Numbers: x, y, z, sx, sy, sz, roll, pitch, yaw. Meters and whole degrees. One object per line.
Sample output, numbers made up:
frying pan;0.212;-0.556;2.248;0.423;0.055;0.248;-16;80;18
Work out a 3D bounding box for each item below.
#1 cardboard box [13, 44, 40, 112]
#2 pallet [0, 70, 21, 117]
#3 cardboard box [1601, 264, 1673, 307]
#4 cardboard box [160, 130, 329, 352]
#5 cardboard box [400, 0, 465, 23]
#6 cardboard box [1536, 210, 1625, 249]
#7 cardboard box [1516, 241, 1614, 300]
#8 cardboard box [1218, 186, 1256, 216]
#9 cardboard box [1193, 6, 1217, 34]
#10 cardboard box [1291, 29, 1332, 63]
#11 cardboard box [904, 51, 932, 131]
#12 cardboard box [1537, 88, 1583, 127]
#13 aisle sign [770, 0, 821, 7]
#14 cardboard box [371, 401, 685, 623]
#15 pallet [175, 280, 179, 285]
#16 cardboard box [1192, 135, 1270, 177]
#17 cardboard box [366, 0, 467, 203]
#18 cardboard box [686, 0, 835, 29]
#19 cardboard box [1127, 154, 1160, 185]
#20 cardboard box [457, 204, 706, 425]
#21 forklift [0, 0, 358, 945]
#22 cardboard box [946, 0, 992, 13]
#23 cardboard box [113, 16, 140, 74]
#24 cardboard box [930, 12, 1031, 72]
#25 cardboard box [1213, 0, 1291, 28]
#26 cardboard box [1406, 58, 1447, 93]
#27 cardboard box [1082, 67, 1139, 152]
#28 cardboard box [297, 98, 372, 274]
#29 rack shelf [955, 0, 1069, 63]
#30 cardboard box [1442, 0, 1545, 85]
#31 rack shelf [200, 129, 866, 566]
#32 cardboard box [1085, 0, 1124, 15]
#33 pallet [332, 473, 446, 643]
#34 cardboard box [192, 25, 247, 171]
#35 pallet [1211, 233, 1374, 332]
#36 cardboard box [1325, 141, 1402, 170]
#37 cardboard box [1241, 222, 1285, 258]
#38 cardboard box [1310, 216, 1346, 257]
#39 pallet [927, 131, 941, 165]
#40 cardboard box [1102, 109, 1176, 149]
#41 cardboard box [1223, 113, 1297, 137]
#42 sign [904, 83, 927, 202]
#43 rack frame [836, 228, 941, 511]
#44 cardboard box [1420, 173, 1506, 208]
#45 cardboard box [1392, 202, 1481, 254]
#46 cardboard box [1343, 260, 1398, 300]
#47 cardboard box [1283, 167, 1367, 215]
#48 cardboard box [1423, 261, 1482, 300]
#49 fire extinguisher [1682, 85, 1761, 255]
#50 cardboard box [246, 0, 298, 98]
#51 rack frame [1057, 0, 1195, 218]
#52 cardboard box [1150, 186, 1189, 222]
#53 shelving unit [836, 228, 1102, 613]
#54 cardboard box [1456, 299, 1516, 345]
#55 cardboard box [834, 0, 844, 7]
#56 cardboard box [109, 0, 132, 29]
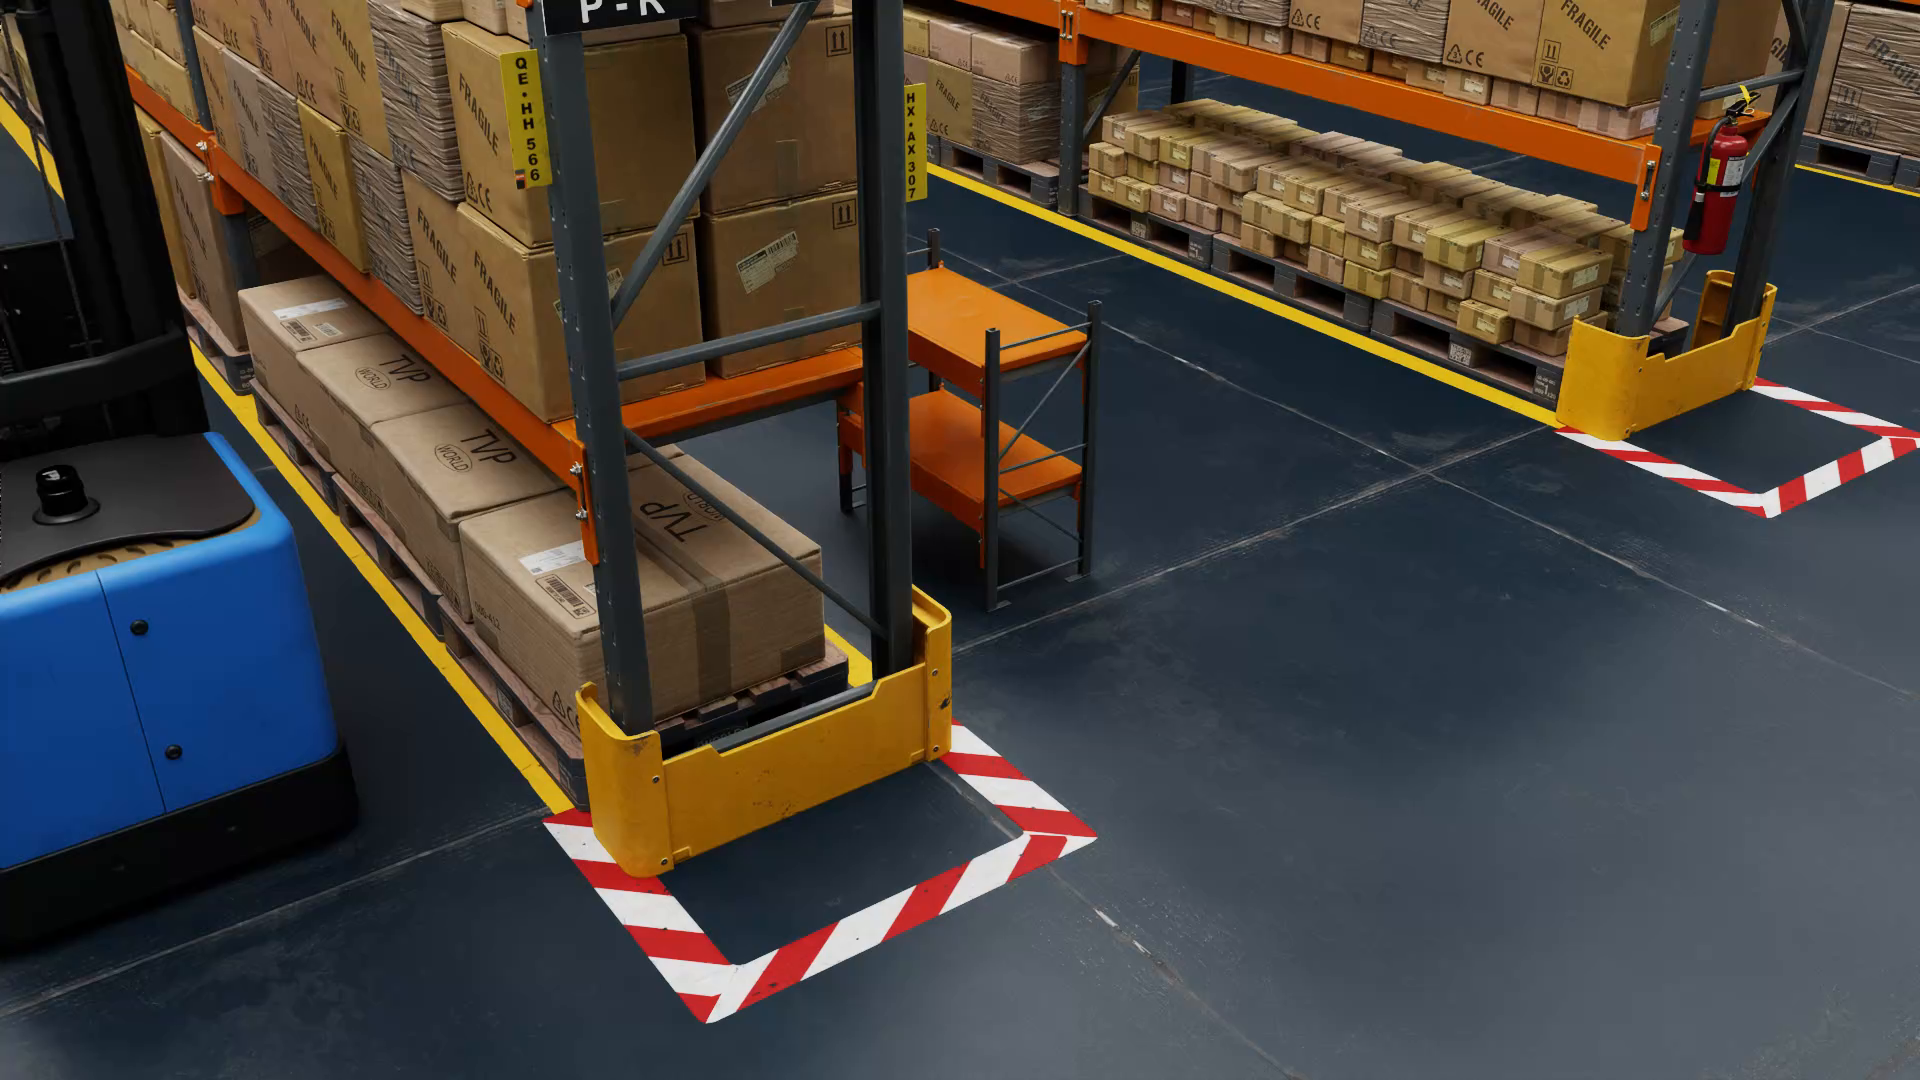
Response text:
cardboard box;-6.421;-3.487;12.341;0.950;0.372;0.625;-18;33;-29
pallet;-7.099;-3.681;13.307;1.003;0.211;1.213;-19;34;-31
cardboard box;3.288;-1.290;8.218;0.380;0.149;0.250;-17;33;-29
cardboard box;-3.336;-1.568;8.281;0.875;0.875;0.875;-18;33;-29
cardboard box;-1.348;-1.565;4.657;0.380;0.149;0.250;-19;34;-31
cardboard box;3.097;-1.518;8.326;0.380;0.149;0.250;-18;33;-30
cardboard box;2.869;-1.282;7.891;0.380;0.149;0.250;-18;33;-30
cardboard box;1.697;-1.964;9.458;0.380;0.149;0.250;-17;33;-28
cardboard box;1.520;-2.921;9.248;0.380;0.149;0.250;-20;35;-33
cardboard box;1.957;-2.607;8.671;0.380;0.149;0.250;-17;33;-29
cardboard box;-0.164;-3.212;11.701;0.500;0.500;0.500;-20;34;-32
cardboard box;2.849;-1.998;7.550;0.380;0.149;0.250;-19;34;-31
aisle sign;-0.313;-1.738;4.084;0.394;0.787;0.004;-19;34;-31
cardboard box;-1.593;-0.184;6.191;0.875;0.438;0.875;-18;33;-29
pallet;-4.132;-1.627;9.524;1.003;0.211;1.213;-19;34;-31
cardboard box;1.561;-2.207;9.594;0.380;0.149;0.250;-20;34;-32
cardboard box;-1.392;-1.343;4.928;0.500;0.500;0.500;-19;34;-30
cardboard box;-0.572;-1.526;4.586;0.380;0.149;0.250;-18;33;-30
cardboard box;1.232;-2.268;10.018;0.380;0.149;0.250;-19;34;-30
cardboard box;-1.087;-0.702;4.794;0.500;0.500;0.500;-19;34;-30
forklift;-3.109;-0.827;5.201;1.130;2.935;3.031;-19;34;-31
cardboard box;0.246;-3.690;11.795;0.500;0.250;0.500;-17;33;-29
cardboard box;-3.949;-2.537;8.435;0.500;0.250;0.500;-20;34;-32
cardboard box;0.137;-3.347;11.163;0.500;0.250;0.500;-17;33;-28
cardboard box;1.700;-3.024;8.759;0.500;0.500;0.500;-20;34;-32
cardboard box;2.396;-2.295;8.096;0.380;0.149;0.250;-20;35;-33
cardboard box;0.849;-2.955;11.227;0.500;0.500;0.500;-17;33;-29
cardboard box;-1.982;-1.295;5.887;0.500;0.500;0.500;-18;33;-29
rack shelf;-0.098;-3.970;11.670;1.077;0.370;4.000;-19;34;-31
cardboard box;2.617;-2.433;7.670;0.500;0.500;0.500;-19;34;-31
rack shelf;-1.751;-1.005;6.211;1.077;0.370;4.000;-19;34;-31
cardboard box;0.960;-3.197;9.757;0.380;0.149;0.250;-17;33;-29
pallet;-1.822;-0.081;6.678;1.003;0.211;1.213;-19;34;-31
cardboard box;-2.853;-1.888;6.978;0.500;0.500;0.500;-18;33;-29
pallet;2.192;-1.557;9.395;1.003;0.211;1.213;-19;34;-31
cardboard box;2.297;-2.148;9.487;0.380;0.149;0.250;-20;34;-32
cardboard box;1.797;-1.716;9.314;0.380;0.149;0.250;-20;34;-32
cardboard box;2.096;-1.646;8.873;0.380;0.149;0.250;-17;33;-28
pallet;-0.102;-3.060;12.163;1.003;0.211;1.213;-19;34;-31
cardboard box;1.093;-2.510;10.153;0.380;0.149;0.250;-17;33;-29
cardboard box;1.811;-2.452;10.045;0.380;0.149;0.250;-19;34;-31
sign;-0.136;-1.110;4.661;0.100;0.325;0.005;-19;34;-31
rack frame;-0.291;-0.689;6.841;0.500;1.125;0.032;-19;34;-31
cardboard box;2.691;-1.835;8.910;0.380;0.149;0.250;-17;33;-29
cardboard box;2.418;-1.579;8.439;0.380;0.149;0.250;-20;34;-33
cardboard box;2.239;-1.404;8.740;0.380;0.149;0.250;-20;35;-33
cardboard box;1.979;-1.895;9.021;0.380;0.149;0.250;-19;34;-30
cardboard box;2.541;-1.343;8.316;0.380;0.149;0.250;-20;35;-33
fire extinguisher;3.152;-1.530;6.895;0.296;0.674;0.183;-19;34;-31
cardboard box;-2.257;-1.929;6.007;0.500;0.500;0.500;-18;33;-30
rack frame;1.062;-3.508;10.067;1.000;3.000;0.127;-19;34;-31
cardboard box;1.353;-2.024;9.880;0.380;0.149;0.250;-19;34;-31
shelving unit;0.004;-0.492;6.477;0.538;1.125;1.048;-19;34;-31
cardboard box;2.675;-1.104;8.186;0.380;0.149;0.250;-18;33;-29
cardboard box;-0.761;-3.947;12.267;0.500;0.250;0.500;-19;34;-31
cardboard box;-3.967;-2.748;8.301;0.500;0.250;0.500;-18;33;-29
